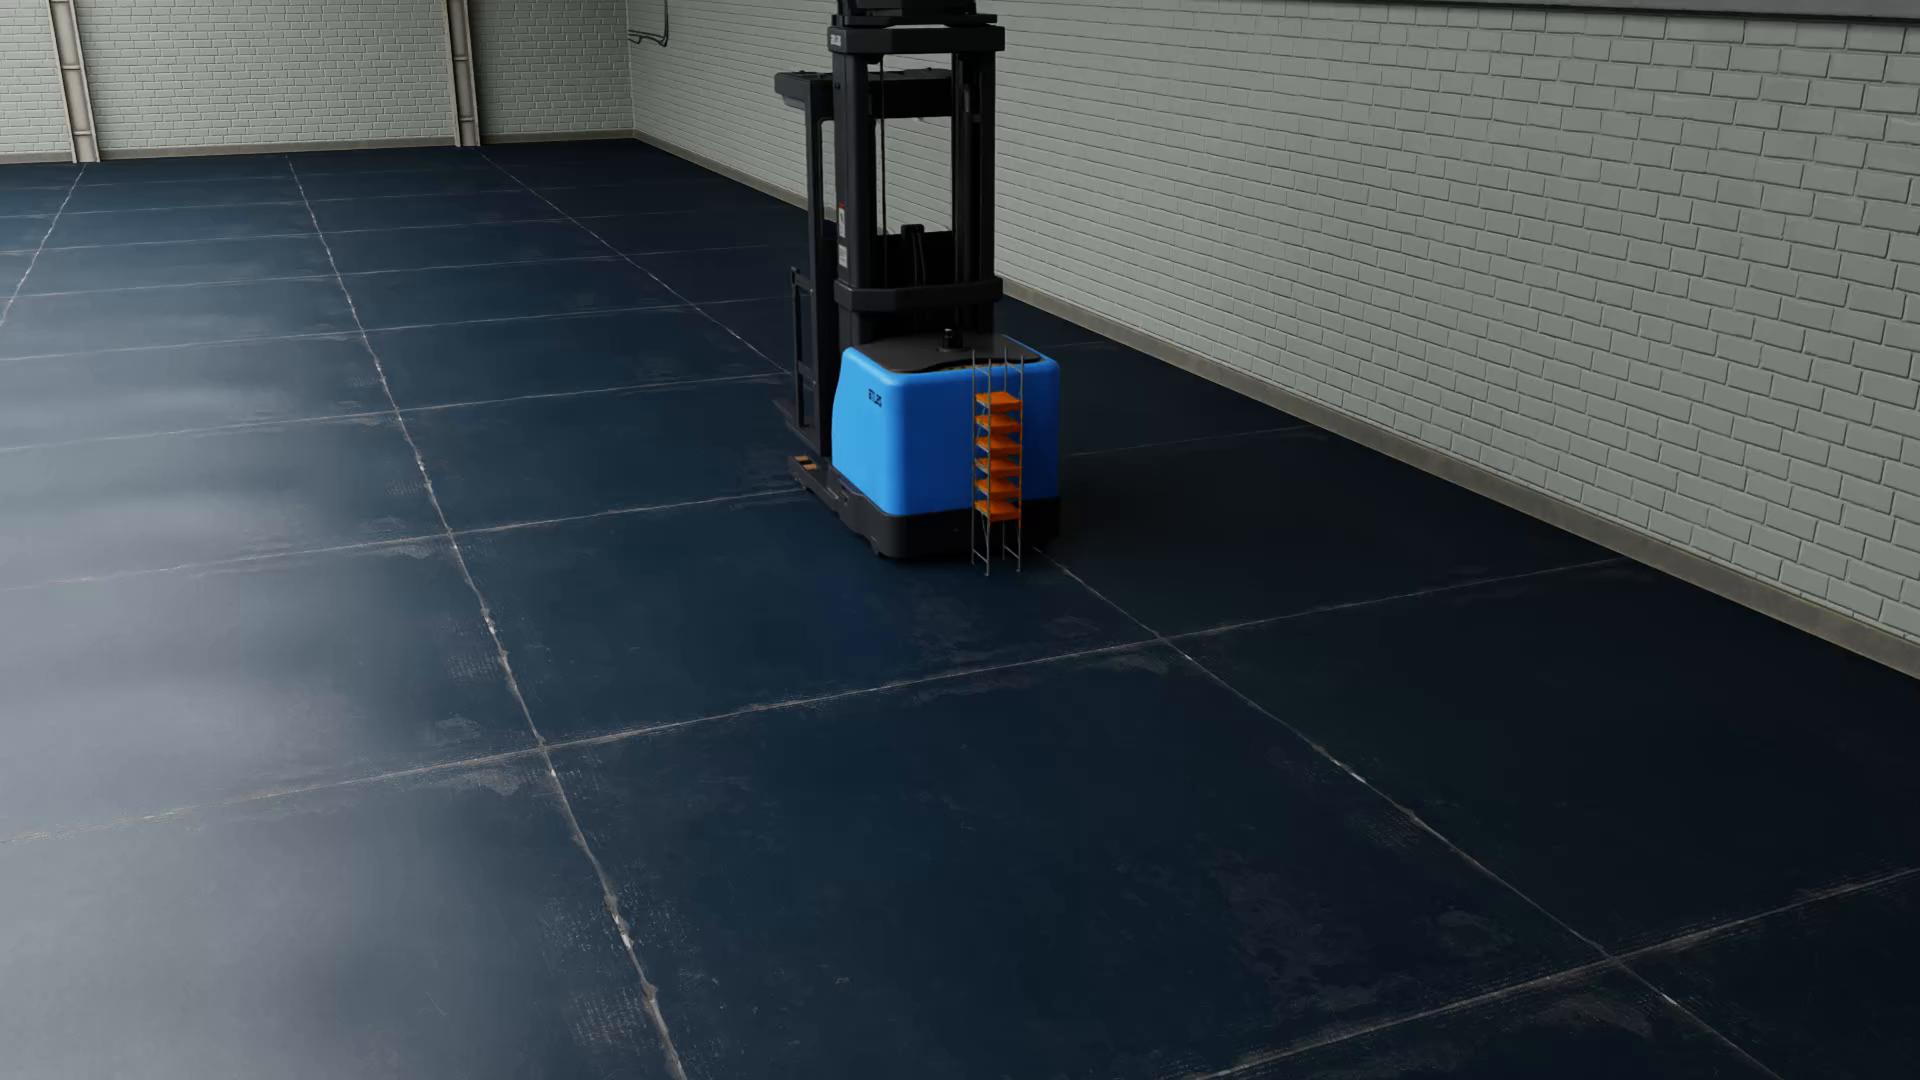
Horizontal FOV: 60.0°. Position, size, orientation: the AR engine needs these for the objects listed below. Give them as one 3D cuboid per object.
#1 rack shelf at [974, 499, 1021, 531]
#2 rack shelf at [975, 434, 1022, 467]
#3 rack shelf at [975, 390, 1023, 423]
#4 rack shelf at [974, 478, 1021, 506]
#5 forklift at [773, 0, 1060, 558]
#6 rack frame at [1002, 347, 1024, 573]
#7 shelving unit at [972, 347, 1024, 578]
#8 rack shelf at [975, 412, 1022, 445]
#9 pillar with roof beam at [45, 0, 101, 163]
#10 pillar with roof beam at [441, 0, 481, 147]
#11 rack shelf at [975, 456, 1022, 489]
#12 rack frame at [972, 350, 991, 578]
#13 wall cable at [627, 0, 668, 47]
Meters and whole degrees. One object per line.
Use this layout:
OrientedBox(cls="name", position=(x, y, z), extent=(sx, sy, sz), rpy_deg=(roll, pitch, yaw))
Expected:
OrientedBox(cls="rack shelf", position=(0.197, -0.143, 8.975), extent=(0.180, 0.103, 0.258), rpy_deg=(-7, 21, -20))
OrientedBox(cls="rack shelf", position=(0.197, -0.482, 8.854), extent=(0.180, 0.103, 0.258), rpy_deg=(-7, 21, -20))
OrientedBox(cls="rack shelf", position=(0.198, -0.708, 8.773), extent=(0.180, 0.103, 0.258), rpy_deg=(-7, 21, -20))
OrientedBox(cls="rack shelf", position=(0.197, -0.256, 8.935), extent=(0.180, 0.103, 0.258), rpy_deg=(-7, 21, -20))
OrientedBox(cls="forklift", position=(-0.446, -1.737, 10.041), extent=(1.130, 2.935, 3.031), rpy_deg=(-7, 21, -20))
OrientedBox(cls="rack frame", position=(0.283, -0.422, 8.911), extent=(0.006, 1.200, 0.240), rpy_deg=(-7, 21, -20))
OrientedBox(cls="shelving unit", position=(0.197, -0.411, 8.879), extent=(0.189, 1.200, 0.258), rpy_deg=(-7, 21, -20))
OrientedBox(cls="rack shelf", position=(0.198, -0.595, 8.813), extent=(0.180, 0.103, 0.258), rpy_deg=(-7, 21, -20))
OrientedBox(cls="pillar with roof beam", position=(-12.447, -9.074, 21.744), extent=(0.400, 9.000, 9.100), rpy_deg=(-8, 21, -22))
OrientedBox(cls="pillar with roof beam", position=(-6.938, -9.863, 23.985), extent=(0.400, 9.000, 9.100), rpy_deg=(-8, 21, -22))
OrientedBox(cls="rack shelf", position=(0.197, -0.369, 8.894), extent=(0.180, 0.103, 0.258), rpy_deg=(-7, 21, -20))
OrientedBox(cls="rack frame", position=(0.112, -0.400, 8.848), extent=(0.006, 1.200, 0.240), rpy_deg=(-7, 21, -20))
OrientedBox(cls="wall cable", position=(-5.414, -9.696, 28.185), extent=(0.112, 2.526, 3.097), rpy_deg=(-8, 21, -22))
